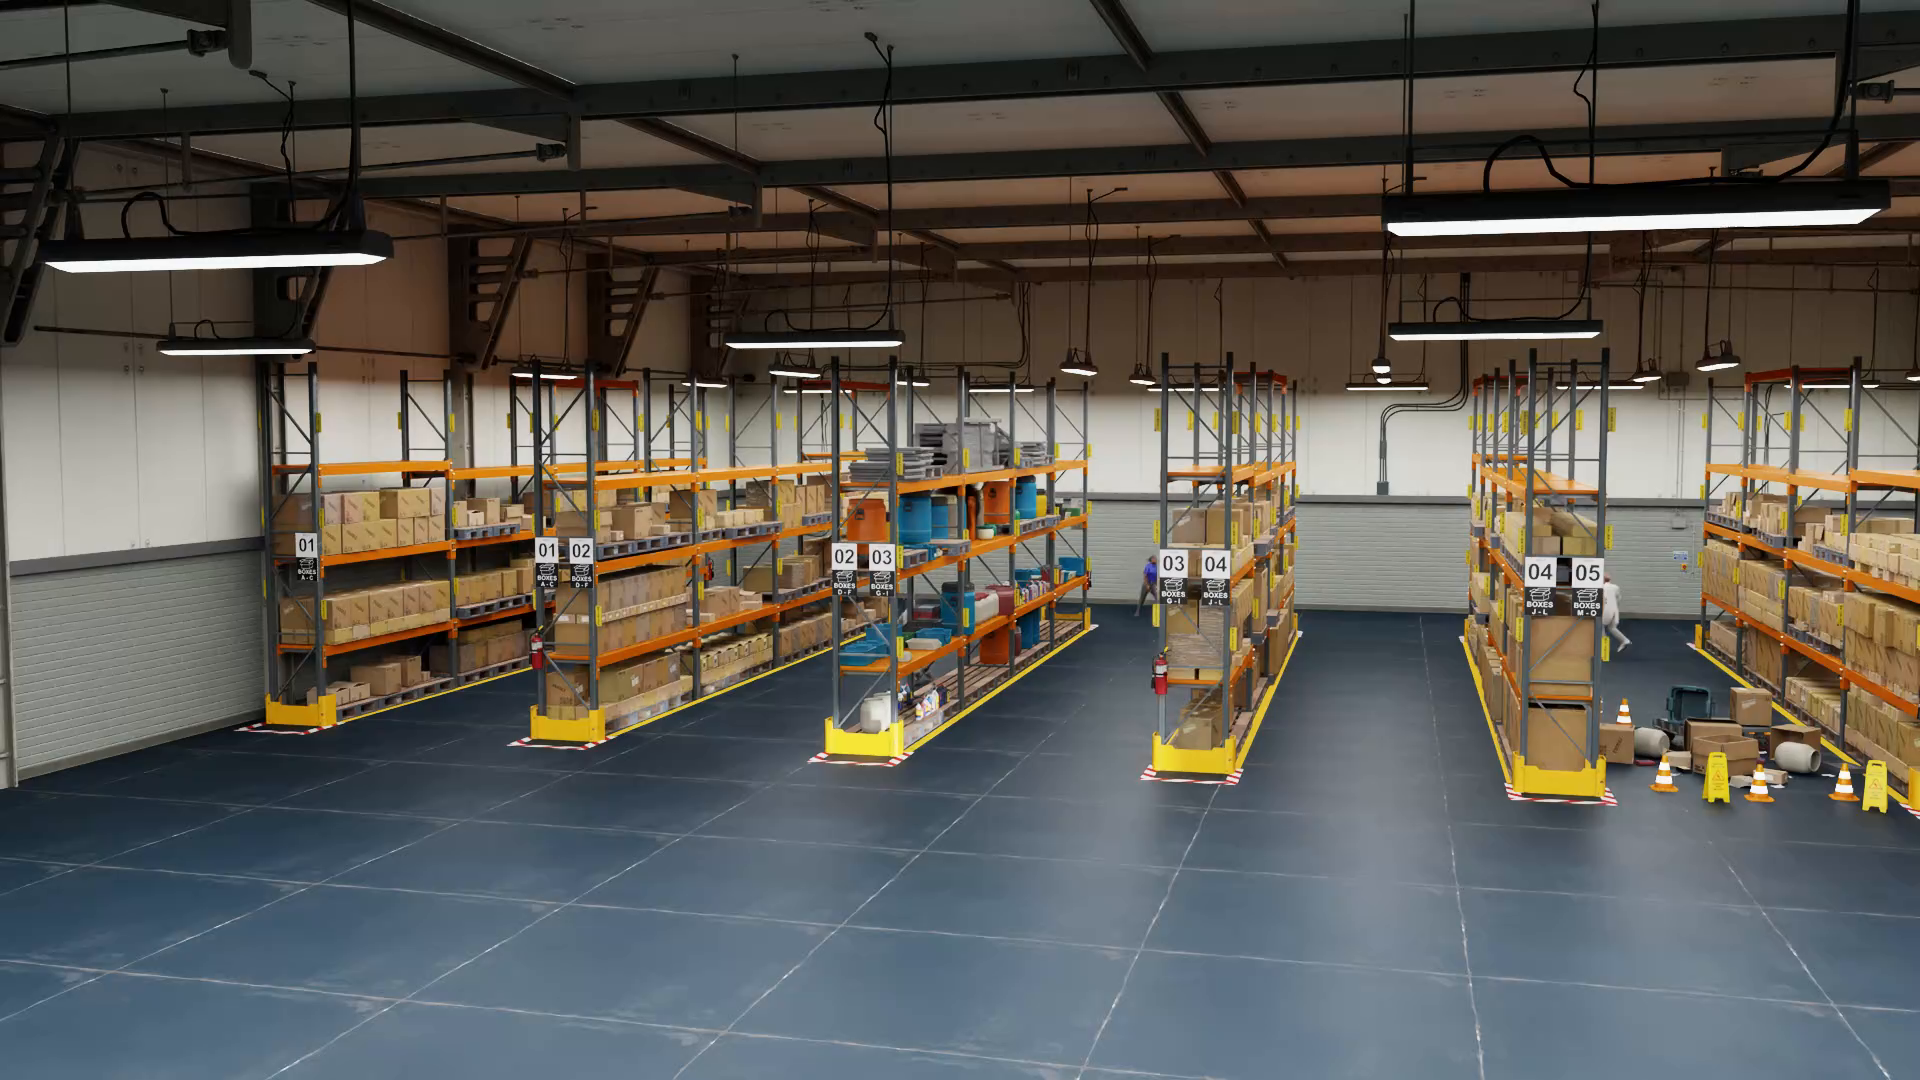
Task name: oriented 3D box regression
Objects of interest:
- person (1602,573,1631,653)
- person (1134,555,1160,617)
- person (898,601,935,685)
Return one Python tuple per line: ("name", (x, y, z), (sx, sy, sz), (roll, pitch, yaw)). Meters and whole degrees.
("person", (14.168, 1.597, 36.115), (0.697, 1.740, 0.940), (-2, 4, -23))
("person", (4.879, 1.214, 42.626), (0.575, 1.542, 0.878), (-2, 5, -30))
("person", (-0.838, 1.937, 31.716), (0.680, 1.671, 0.837), (0, 4, 5))
